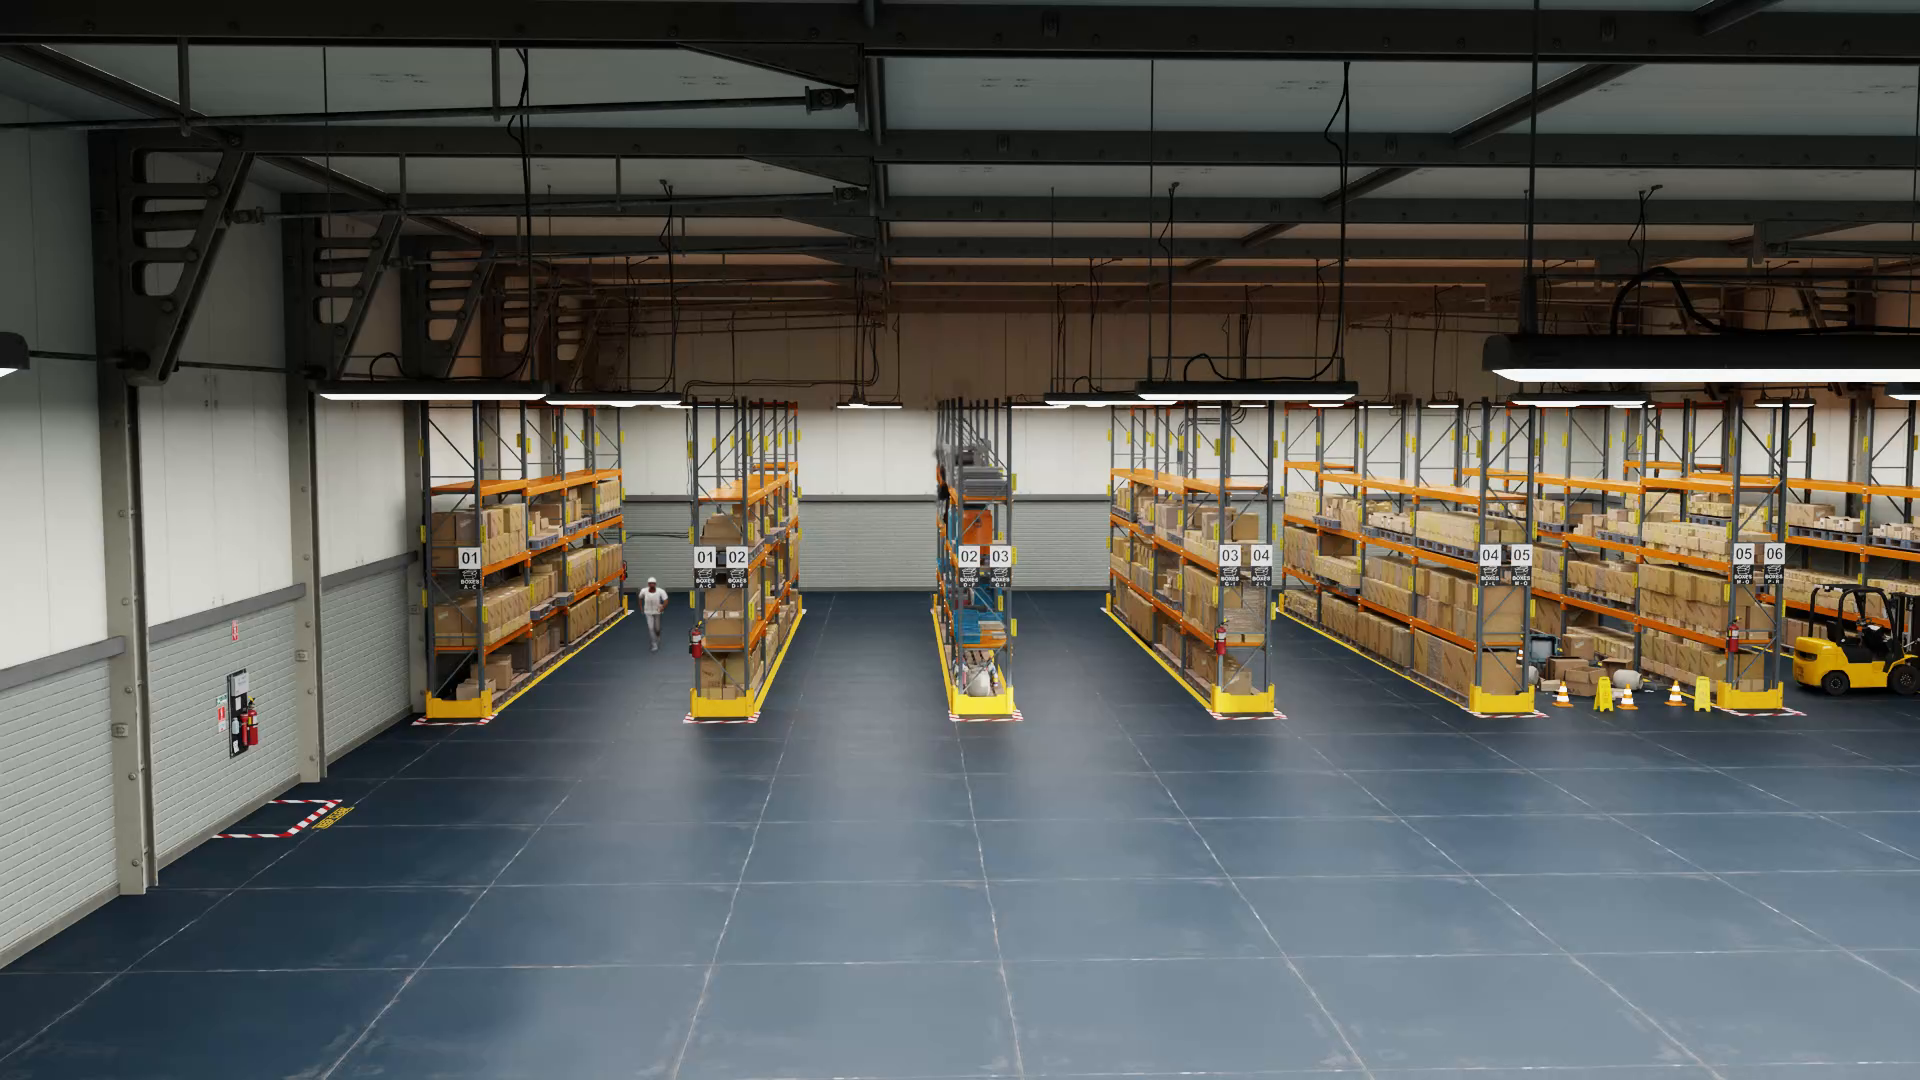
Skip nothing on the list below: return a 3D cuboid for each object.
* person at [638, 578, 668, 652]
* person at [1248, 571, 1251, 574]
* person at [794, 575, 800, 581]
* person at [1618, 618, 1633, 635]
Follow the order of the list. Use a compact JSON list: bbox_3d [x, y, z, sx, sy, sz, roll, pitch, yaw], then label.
[{"bbox_3d":[-7.387,1.777,40.037,0.726,1.741,0.804,0,4,-5],"label":"person"},{"bbox_3d":[7.474,1.071,42.763,0.651,0.874,0.690,0,4,-6],"label":"person"},{"bbox_3d":[-4.847,1.181,48.672,0.526,1.556,0.496,2,5,29],"label":"person"},{"bbox_3d":[16.650,1.676,41.315,0.753,1.737,0.651,0,4,-4],"label":"person"}]
